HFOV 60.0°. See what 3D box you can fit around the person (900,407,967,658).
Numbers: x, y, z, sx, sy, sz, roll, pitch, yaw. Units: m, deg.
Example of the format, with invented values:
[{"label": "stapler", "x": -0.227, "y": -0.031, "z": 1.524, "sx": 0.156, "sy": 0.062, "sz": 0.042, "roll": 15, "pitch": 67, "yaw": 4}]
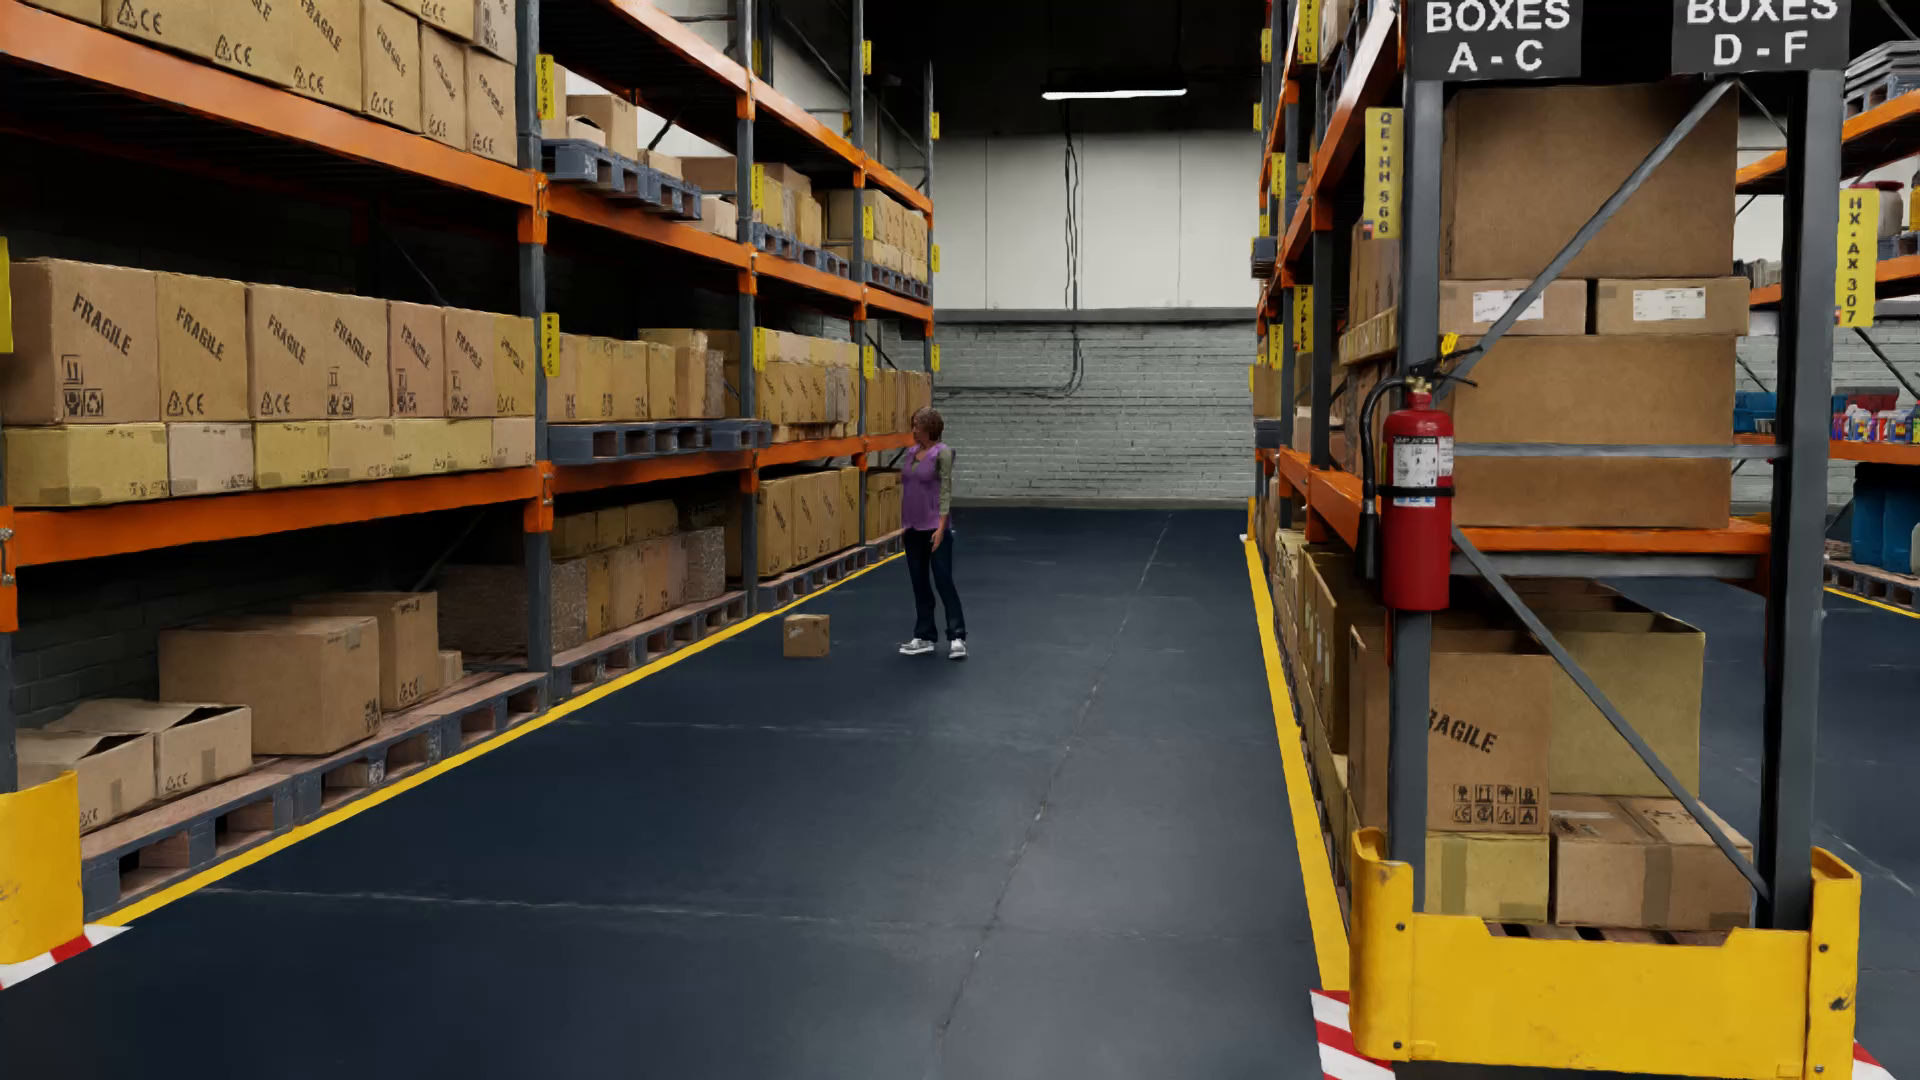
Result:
[{"label": "person", "x": -0.181, "y": -0.057, "z": 10.715, "sx": 0.574, "sy": 1.599, "sz": 0.337, "roll": 4, "pitch": 6, "yaw": 44}]
